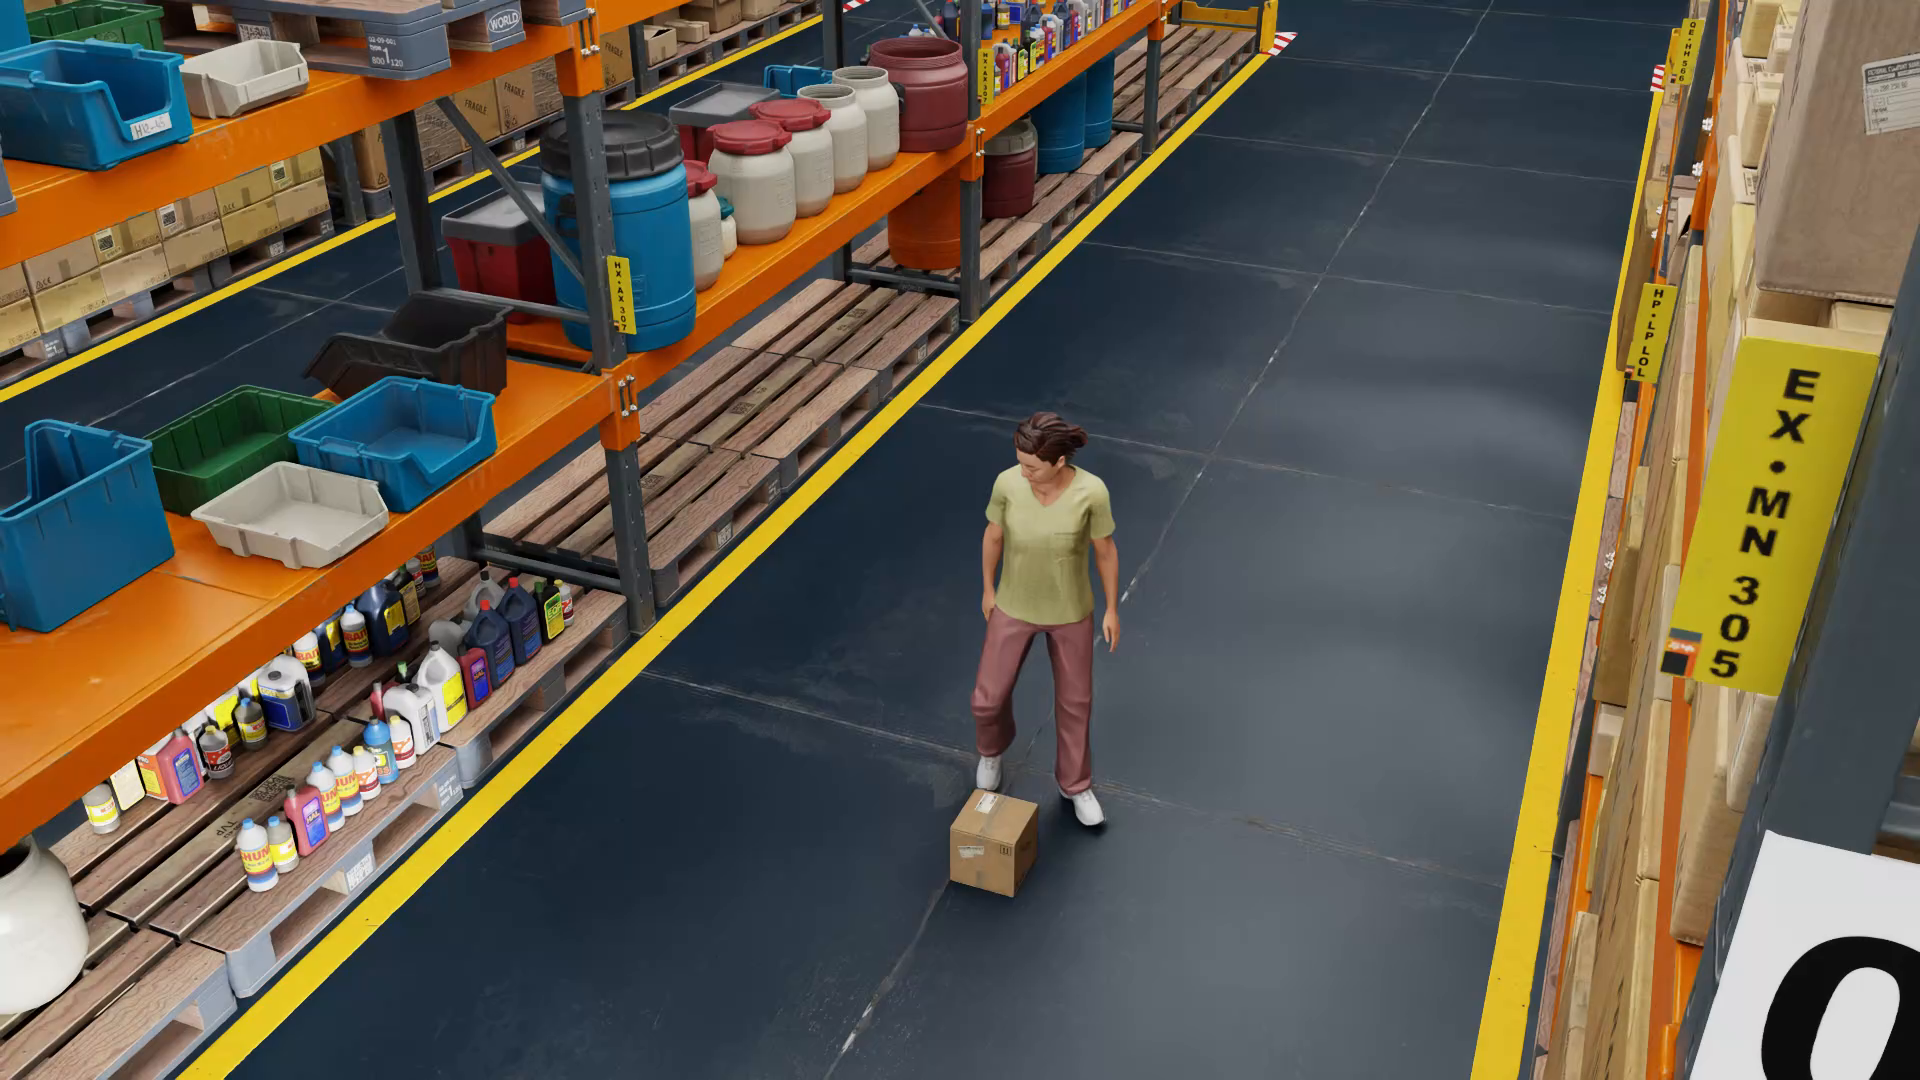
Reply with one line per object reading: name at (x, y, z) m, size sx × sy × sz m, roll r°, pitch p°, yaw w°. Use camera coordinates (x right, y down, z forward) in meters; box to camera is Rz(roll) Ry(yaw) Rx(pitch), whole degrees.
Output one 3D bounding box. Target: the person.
person at (0.322, 0.265, 6.141) m, size 0.549 × 1.668 × 0.457 m, roll 2°, pitch 30°, yaw 4°
